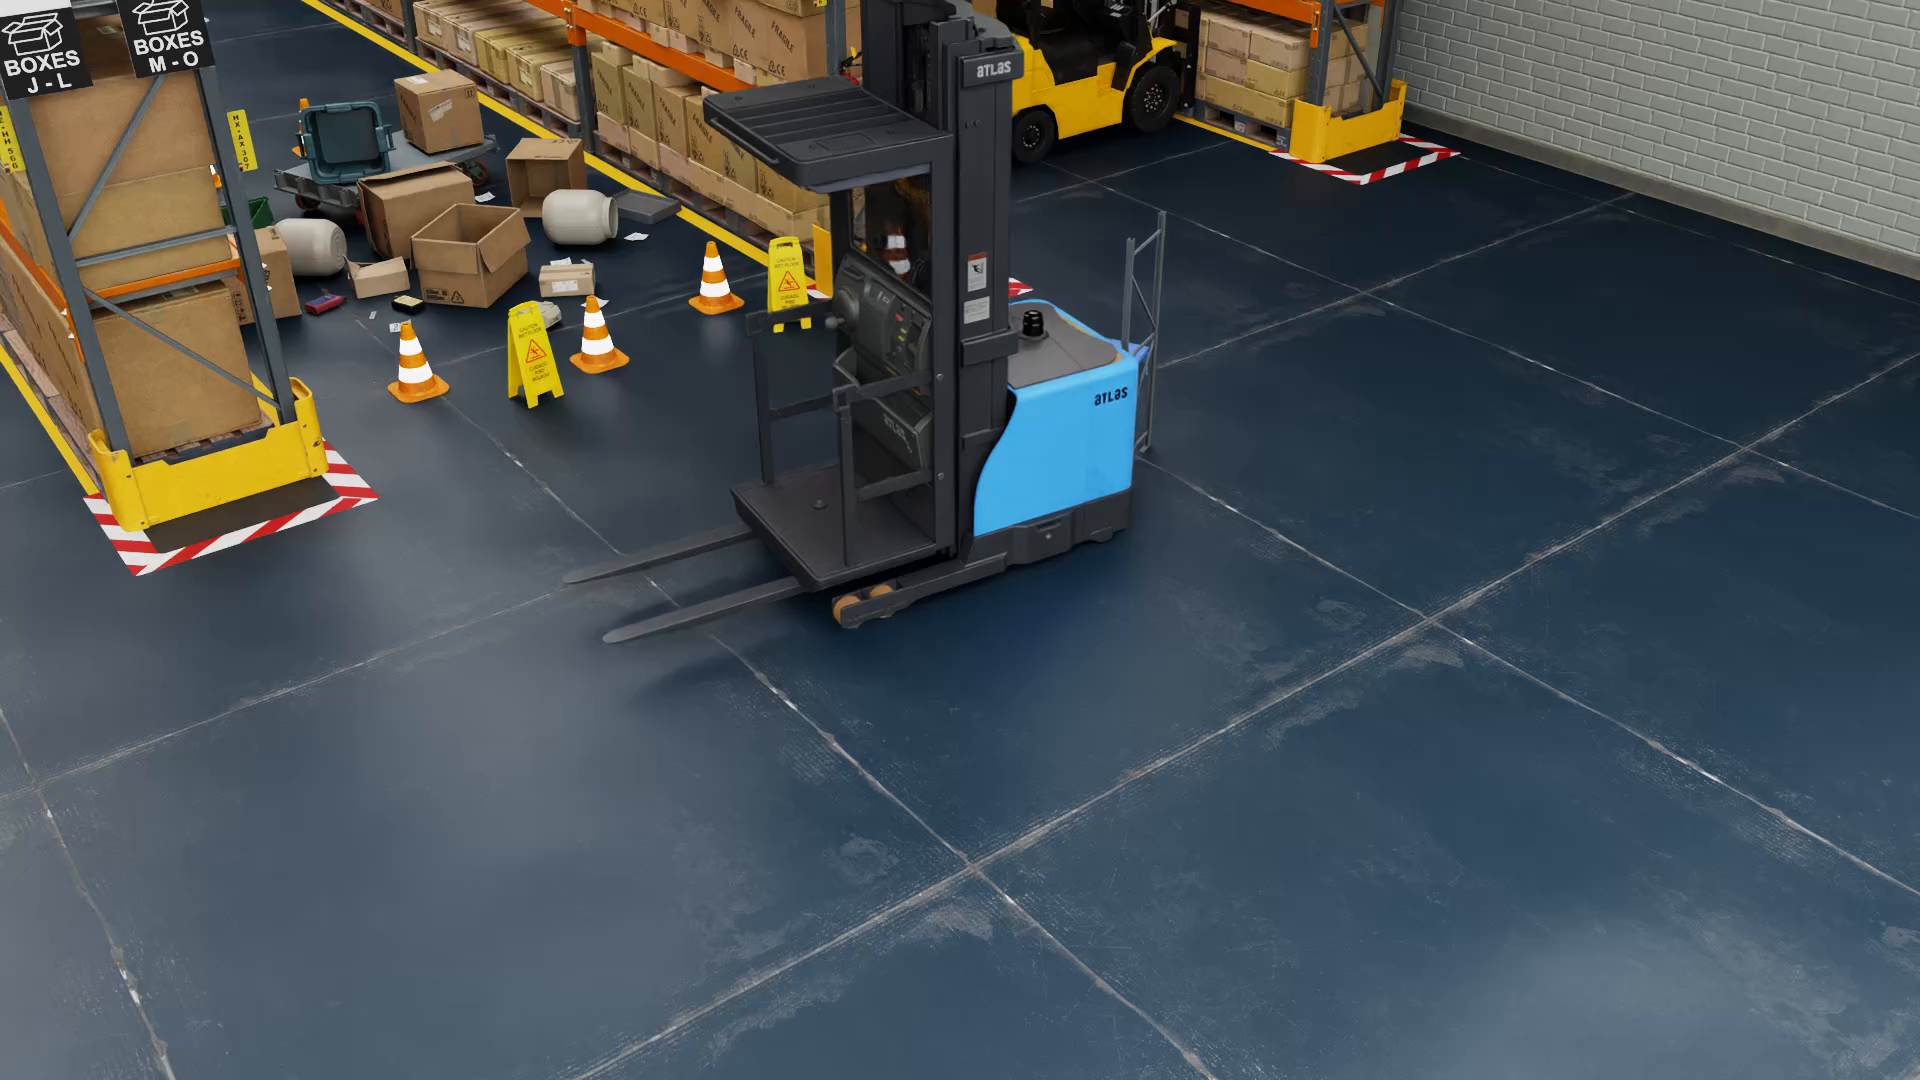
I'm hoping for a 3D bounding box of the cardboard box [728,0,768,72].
[{"bbox_3d":[-1.327,-3.736,12.045,0.500,0.500,0.500,-22,38,-31],"label":"cardboard box"}]

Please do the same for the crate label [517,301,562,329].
[{"bbox_3d":[-2.956,-1.572,11.652,0.298,0.136,0.250,12,34,19],"label":"crate label"}]

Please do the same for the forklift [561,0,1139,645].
[{"bbox_3d":[-0.571,-1.110,8.260,3.031,2.935,1.130,-17,36,-25],"label":"forklift"}]

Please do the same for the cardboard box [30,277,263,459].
[{"bbox_3d":[-4.790,-1.113,9.815,0.875,0.875,0.875,-22,38,-31],"label":"cardboard box"}]

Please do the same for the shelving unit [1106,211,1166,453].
[{"bbox_3d":[0.586,-1.230,9.808,1.048,1.500,0.538,16,35,23],"label":"shelving unit"}]

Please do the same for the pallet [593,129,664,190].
[{"bbox_3d":[-2.487,-3.434,14.578,1.003,0.211,1.213,-22,38,-31],"label":"pallet"}]

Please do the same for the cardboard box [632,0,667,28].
[{"bbox_3d":[-2.253,-4.367,13.061,0.500,0.500,0.500,-23,38,-32],"label":"cardboard box"}]

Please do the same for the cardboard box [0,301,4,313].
[{"bbox_3d":[-6.444,-2.234,11.620,0.875,0.875,0.875,-22,38,-31],"label":"cardboard box"}]

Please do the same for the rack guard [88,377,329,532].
[{"bbox_3d":[-4.307,-0.504,9.588,1.175,0.500,0.348,-22,38,-31],"label":"rack guard"}]

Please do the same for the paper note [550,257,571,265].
[{"bbox_3d":[-3.028,-2.106,12.623,0.148,0.019,0.142,-10,33,-15],"label":"paper note"}]

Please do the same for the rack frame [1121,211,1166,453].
[{"bbox_3d":[1.036,-1.104,9.607,0.032,1.500,0.500,16,35,23],"label":"rack frame"}]

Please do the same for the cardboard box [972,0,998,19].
[{"bbox_3d":[0.663,-5.878,17.723,0.875,0.625,0.625,-20,37,-29],"label":"cardboard box"}]

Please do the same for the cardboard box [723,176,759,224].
[{"bbox_3d":[-1.493,-2.698,12.960,0.500,0.250,0.500,-22,38,-31],"label":"cardboard box"}]

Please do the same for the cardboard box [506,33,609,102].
[{"bbox_3d":[-3.694,-4.465,15.689,0.950,0.372,0.625,-20,37,-29],"label":"cardboard box"}]

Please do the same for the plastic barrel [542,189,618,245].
[{"bbox_3d":[-2.936,-2.496,12.868,0.512,0.421,0.421,1,32,2],"label":"plastic barrel"}]

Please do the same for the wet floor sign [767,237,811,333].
[{"bbox_3d":[-1.202,-1.794,11.527,0.267,0.644,0.232,-10,33,-15],"label":"wet floor sign"}]

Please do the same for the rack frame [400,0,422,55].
[{"bbox_3d":[-5.379,-6.554,16.959,1.000,3.000,0.127,-22,38,-31],"label":"rack frame"}]

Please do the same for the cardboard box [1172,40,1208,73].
[{"bbox_3d":[2.267,-4.572,15.503,0.500,0.250,0.500,-23,39,-32],"label":"cardboard box"}]

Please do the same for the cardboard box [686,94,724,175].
[{"bbox_3d":[-1.797,-3.227,13.100,0.500,0.500,0.500,-23,39,-32],"label":"cardboard box"}]

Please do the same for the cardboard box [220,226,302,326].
[{"bbox_3d":[-5.012,-1.867,11.780,0.500,0.500,0.500,-16,35,-23],"label":"cardboard box"}]

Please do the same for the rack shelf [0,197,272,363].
[{"bbox_3d":[-5.548,-2.104,10.476,1.077,0.370,4.000,-22,38,-31],"label":"rack shelf"}]

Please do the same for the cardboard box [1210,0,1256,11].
[{"bbox_3d":[2.692,-4.943,15.626,0.500,0.250,0.500,-23,38,-32],"label":"cardboard box"}]

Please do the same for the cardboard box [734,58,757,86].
[{"bbox_3d":[-1.437,-3.481,12.249,0.380,0.149,0.250,-22,38,-31],"label":"cardboard box"}]

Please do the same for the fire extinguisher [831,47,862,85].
[{"bbox_3d":[-0.767,-2.990,11.294,0.296,0.674,0.183,-22,38,-31],"label":"fire extinguisher"}]

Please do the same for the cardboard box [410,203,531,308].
[{"bbox_3d":[-3.550,-2.072,12.109,0.637,0.503,0.797,6,32,10],"label":"cardboard box"}]

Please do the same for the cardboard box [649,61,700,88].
[{"bbox_3d":[-2.265,-3.762,13.346,0.380,0.149,0.250,-20,37,-29],"label":"cardboard box"}]

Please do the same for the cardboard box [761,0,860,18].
[{"bbox_3d":[-0.959,-3.955,11.451,0.700,0.500,0.500,-23,39,-33],"label":"cardboard box"}]

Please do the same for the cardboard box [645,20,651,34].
[{"bbox_3d":[-2.291,-4.140,13.311,0.380,0.149,0.250,-22,38,-32],"label":"cardboard box"}]

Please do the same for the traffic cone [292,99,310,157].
[{"bbox_3d":[-5.760,-3.670,14.721,0.336,0.463,0.334,-22,38,-31],"label":"traffic cone"}]

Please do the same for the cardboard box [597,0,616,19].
[{"bbox_3d":[-2.791,-4.456,13.820,0.380,0.149,0.250,-21,38,-30],"label":"cardboard box"}]

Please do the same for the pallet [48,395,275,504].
[{"bbox_3d":[-4.874,-0.699,10.176,1.003,0.211,1.213,-22,38,-31],"label":"pallet"}]

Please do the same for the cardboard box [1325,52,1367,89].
[{"bbox_3d":[3.321,-4.313,15.086,0.500,0.250,0.500,-21,38,-31],"label":"cardboard box"}]

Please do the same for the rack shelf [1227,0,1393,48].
[{"bbox_3d":[2.219,-5.355,15.711,1.077,0.370,4.000,-22,38,-31],"label":"rack shelf"}]

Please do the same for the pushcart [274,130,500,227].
[{"bbox_3d":[-4.697,-3.014,13.746,0.936,0.377,1.648,18,36,27],"label":"pushcart"}]

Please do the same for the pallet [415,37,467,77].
[{"bbox_3d":[-4.901,-5.043,17.170,1.003,0.211,1.213,-22,38,-31],"label":"pallet"}]

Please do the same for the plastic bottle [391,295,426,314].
[{"bbox_3d":[-3.976,-1.694,11.920,0.283,0.061,0.133,18,36,27],"label":"plastic bottle"}]

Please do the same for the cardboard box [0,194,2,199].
[{"bbox_3d":[-5.541,-2.483,10.263,0.875,0.550,0.500,-22,38,-31],"label":"cardboard box"}]

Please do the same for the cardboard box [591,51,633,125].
[{"bbox_3d":[-2.778,-3.882,14.155,0.500,0.500,0.500,-20,37,-29],"label":"cardboard box"}]

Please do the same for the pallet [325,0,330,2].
[{"bbox_3d":[-7.299,-6.739,19.900,1.003,0.211,1.213,-22,38,-31],"label":"pallet"}]

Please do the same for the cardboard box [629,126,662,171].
[{"bbox_3d":[-2.442,-3.345,14.001,0.500,0.250,0.500,-20,37,-29],"label":"cardboard box"}]

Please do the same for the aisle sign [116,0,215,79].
[{"bbox_3d":[-4.041,-2.748,8.367,0.394,0.787,0.004,-22,38,-31],"label":"aisle sign"}]

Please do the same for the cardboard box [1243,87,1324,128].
[{"bbox_3d":[2.907,-3.931,14.944,0.500,0.250,0.500,-22,38,-31],"label":"cardboard box"}]

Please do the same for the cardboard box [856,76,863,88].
[{"bbox_3d":[-0.872,-3.200,11.797,0.380,0.149,0.250,-21,37,-30],"label":"cardboard box"}]

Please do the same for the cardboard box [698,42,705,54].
[{"bbox_3d":[-1.794,-3.843,12.833,0.380,0.149,0.250,-22,38,-31],"label":"cardboard box"}]

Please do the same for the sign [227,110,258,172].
[{"bbox_3d":[-3.880,-2.154,8.980,0.100,0.325,0.005,-22,38,-31],"label":"sign"}]

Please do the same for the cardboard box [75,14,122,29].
[{"bbox_3d":[-5.165,-2.742,9.657,0.875,0.550,0.550,-22,38,-31],"label":"cardboard box"}]

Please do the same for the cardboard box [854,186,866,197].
[{"bbox_3d":[-0.765,-2.984,12.709,0.500,0.500,0.500,-24,39,-33],"label":"cardboard box"}]

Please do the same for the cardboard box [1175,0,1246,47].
[{"bbox_3d":[2.281,-4.771,15.349,0.500,0.250,0.500,-22,38,-31],"label":"cardboard box"}]

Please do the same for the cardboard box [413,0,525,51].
[{"bbox_3d":[-5.041,-5.377,17.157,0.950,0.372,0.625,-25,40,-34],"label":"cardboard box"}]

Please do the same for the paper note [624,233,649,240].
[{"bbox_3d":[-2.541,-2.388,13.065,0.148,0.019,0.142,18,36,27],"label":"paper note"}]
